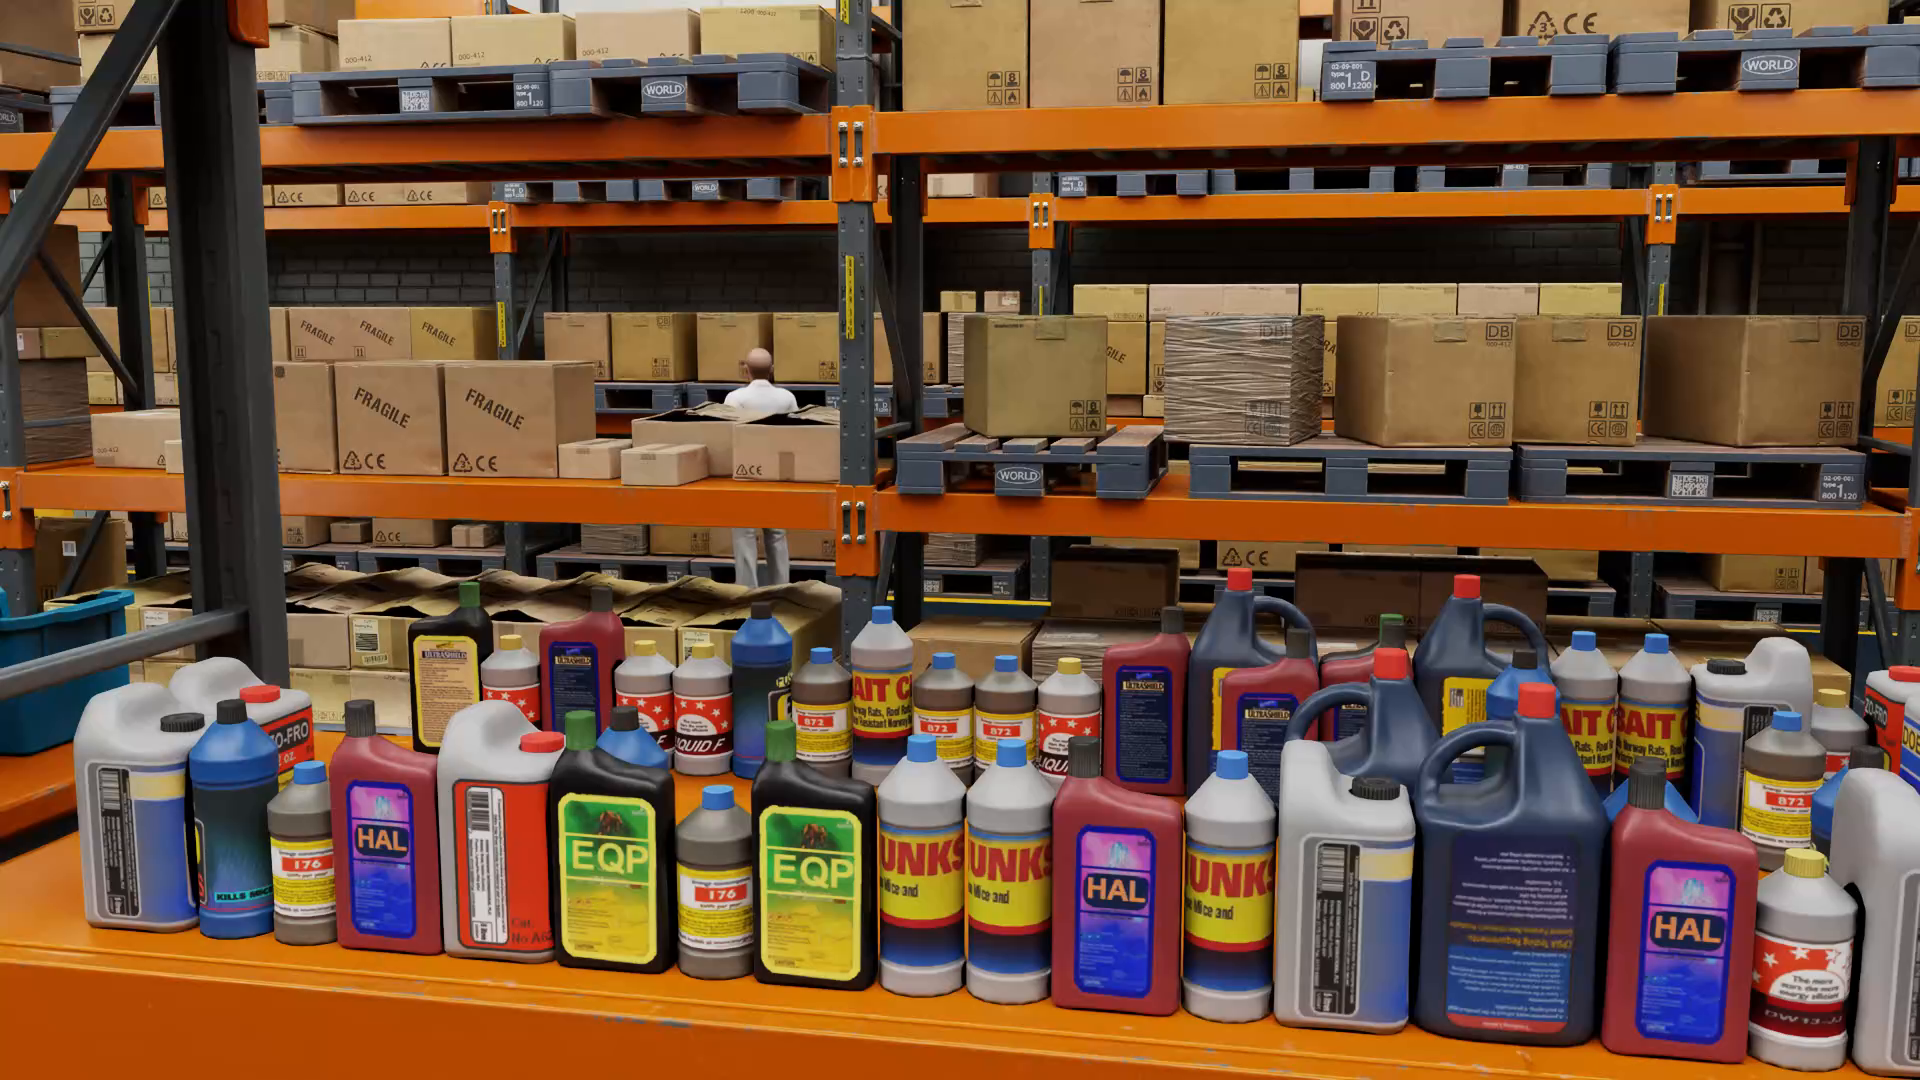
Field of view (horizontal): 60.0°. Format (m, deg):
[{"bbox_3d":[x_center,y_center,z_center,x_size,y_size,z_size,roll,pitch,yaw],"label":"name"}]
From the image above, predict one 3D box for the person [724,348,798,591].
[{"bbox_3d":[-1.373,-0.395,11.218,0.576,1.790,0.390,-4,9,-29],"label":"person"}]
